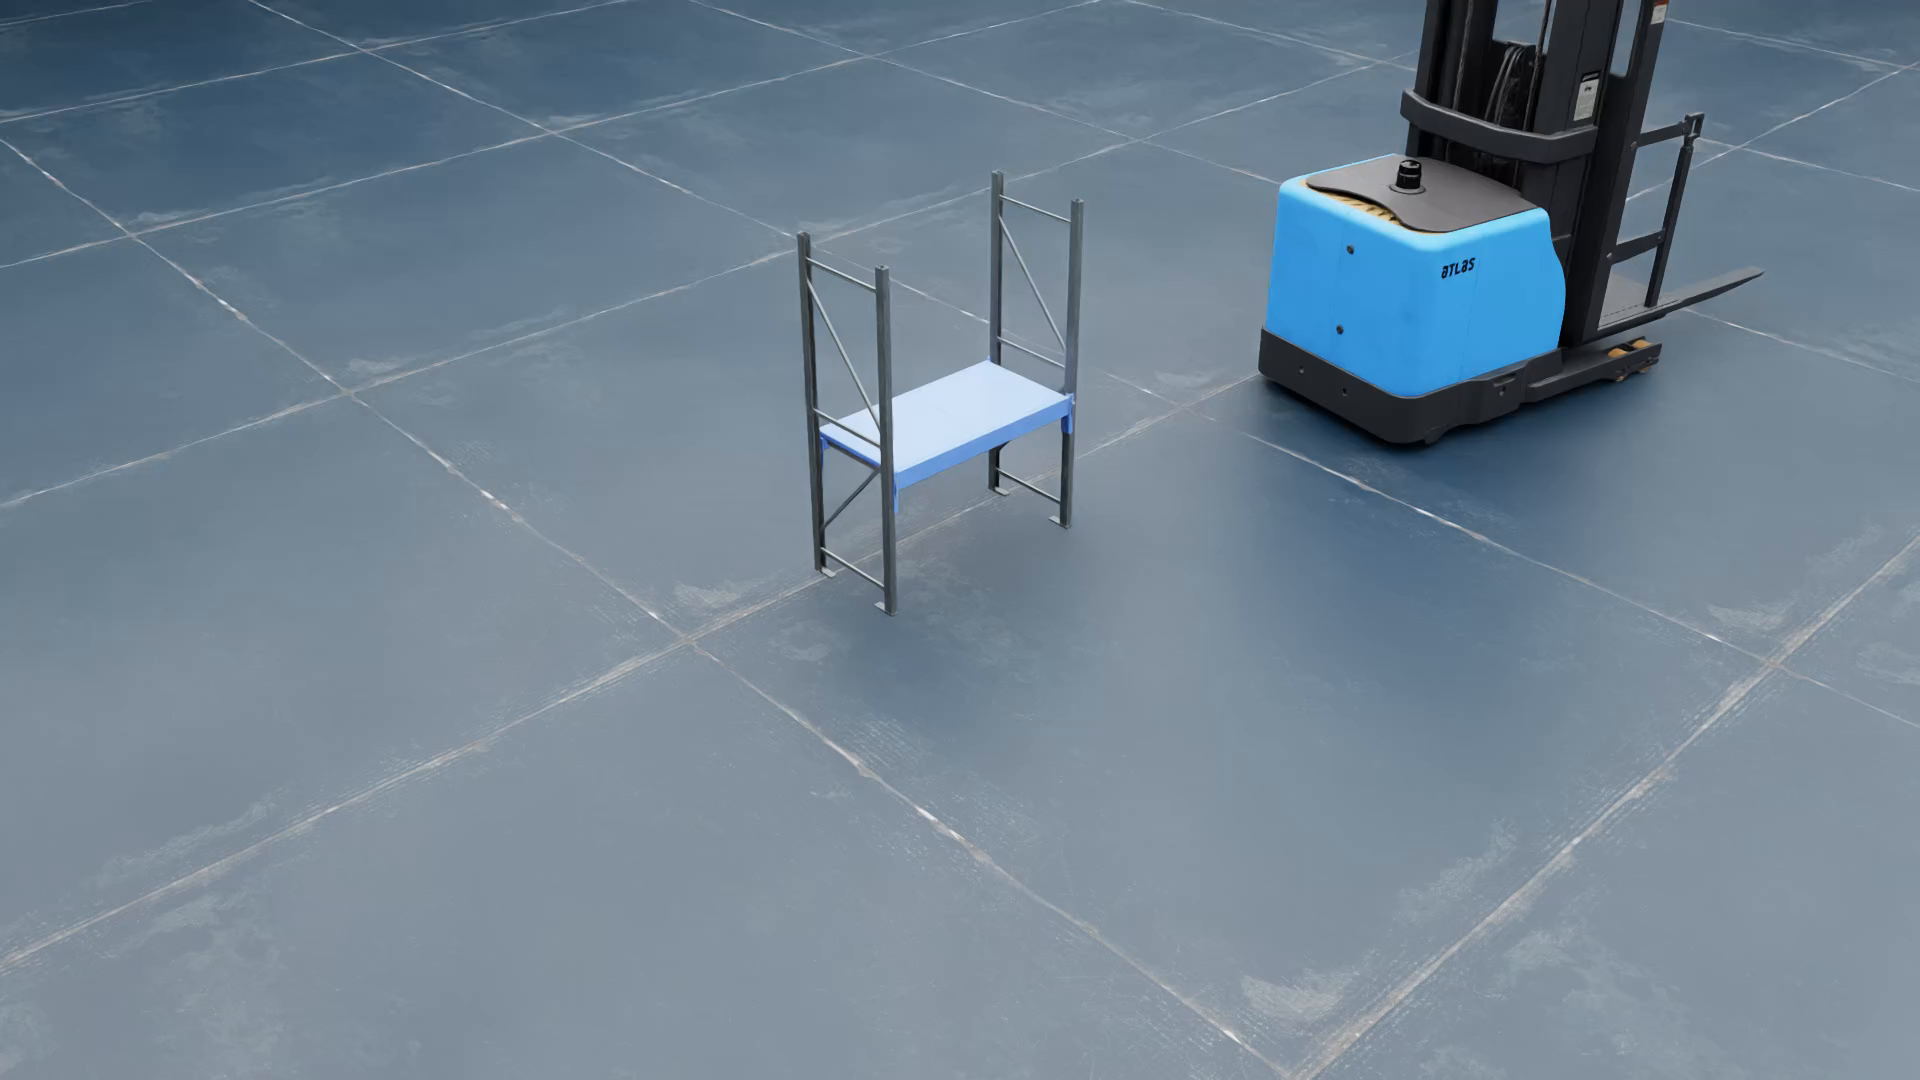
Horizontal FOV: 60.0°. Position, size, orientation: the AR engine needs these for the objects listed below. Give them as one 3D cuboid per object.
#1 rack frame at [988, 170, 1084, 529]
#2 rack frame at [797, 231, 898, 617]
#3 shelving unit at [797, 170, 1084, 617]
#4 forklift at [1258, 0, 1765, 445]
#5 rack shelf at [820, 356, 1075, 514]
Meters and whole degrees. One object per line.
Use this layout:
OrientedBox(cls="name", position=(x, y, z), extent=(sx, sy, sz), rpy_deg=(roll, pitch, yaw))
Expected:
OrientedBox(cls="rack frame", position=(0.310, -0.790, 7.104), extent=(0.032, 1.500, 0.500), rpy_deg=(-26, 40, -35))
OrientedBox(cls="rack frame", position=(-0.435, -0.429, 6.514), extent=(0.032, 1.500, 0.500), rpy_deg=(-26, 40, -35))
OrientedBox(cls="shelving unit", position=(-0.063, -0.610, 6.809), extent=(1.048, 1.500, 0.538), rpy_deg=(-26, 40, -35))
OrientedBox(cls="forklift", position=(3.045, -2.281, 8.171), extent=(3.031, 2.935, 1.130), rpy_deg=(-19, 36, -28))
OrientedBox(cls="rack shelf", position=(-0.063, -0.456, 6.903), extent=(1.000, 0.185, 0.538), rpy_deg=(-26, 40, -35))
